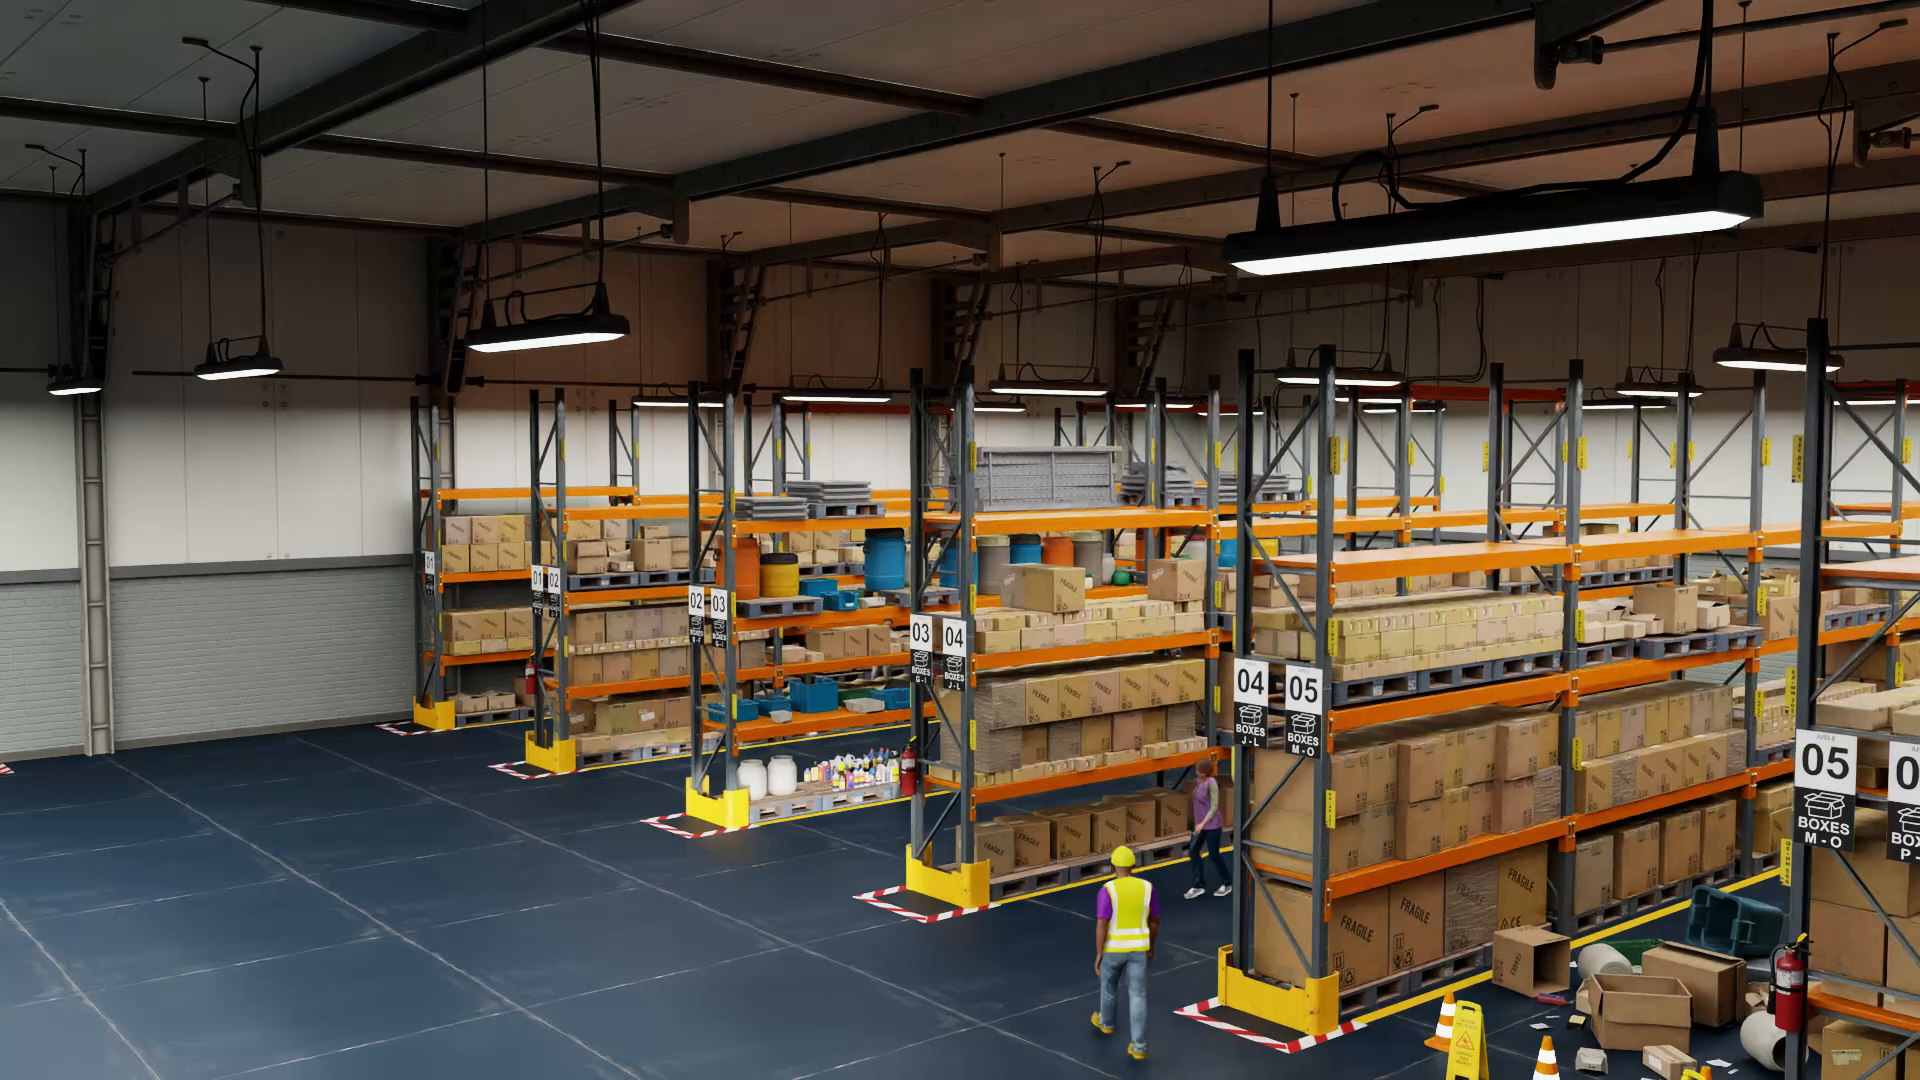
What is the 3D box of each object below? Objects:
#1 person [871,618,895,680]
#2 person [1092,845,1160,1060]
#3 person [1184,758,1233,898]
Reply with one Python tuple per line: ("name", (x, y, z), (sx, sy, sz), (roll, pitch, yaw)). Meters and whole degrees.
("person", (-1.560, 2.386, 33.138), (0.463, 1.664, 0.724), (2, 4, 35))
("person", (1.406, 3.458, 14.182), (0.605, 1.705, 1.055), (0, 3, -7))
("person", (2.820, 3.270, 18.898), (0.607, 1.610, 0.537), (-1, 4, -19))
